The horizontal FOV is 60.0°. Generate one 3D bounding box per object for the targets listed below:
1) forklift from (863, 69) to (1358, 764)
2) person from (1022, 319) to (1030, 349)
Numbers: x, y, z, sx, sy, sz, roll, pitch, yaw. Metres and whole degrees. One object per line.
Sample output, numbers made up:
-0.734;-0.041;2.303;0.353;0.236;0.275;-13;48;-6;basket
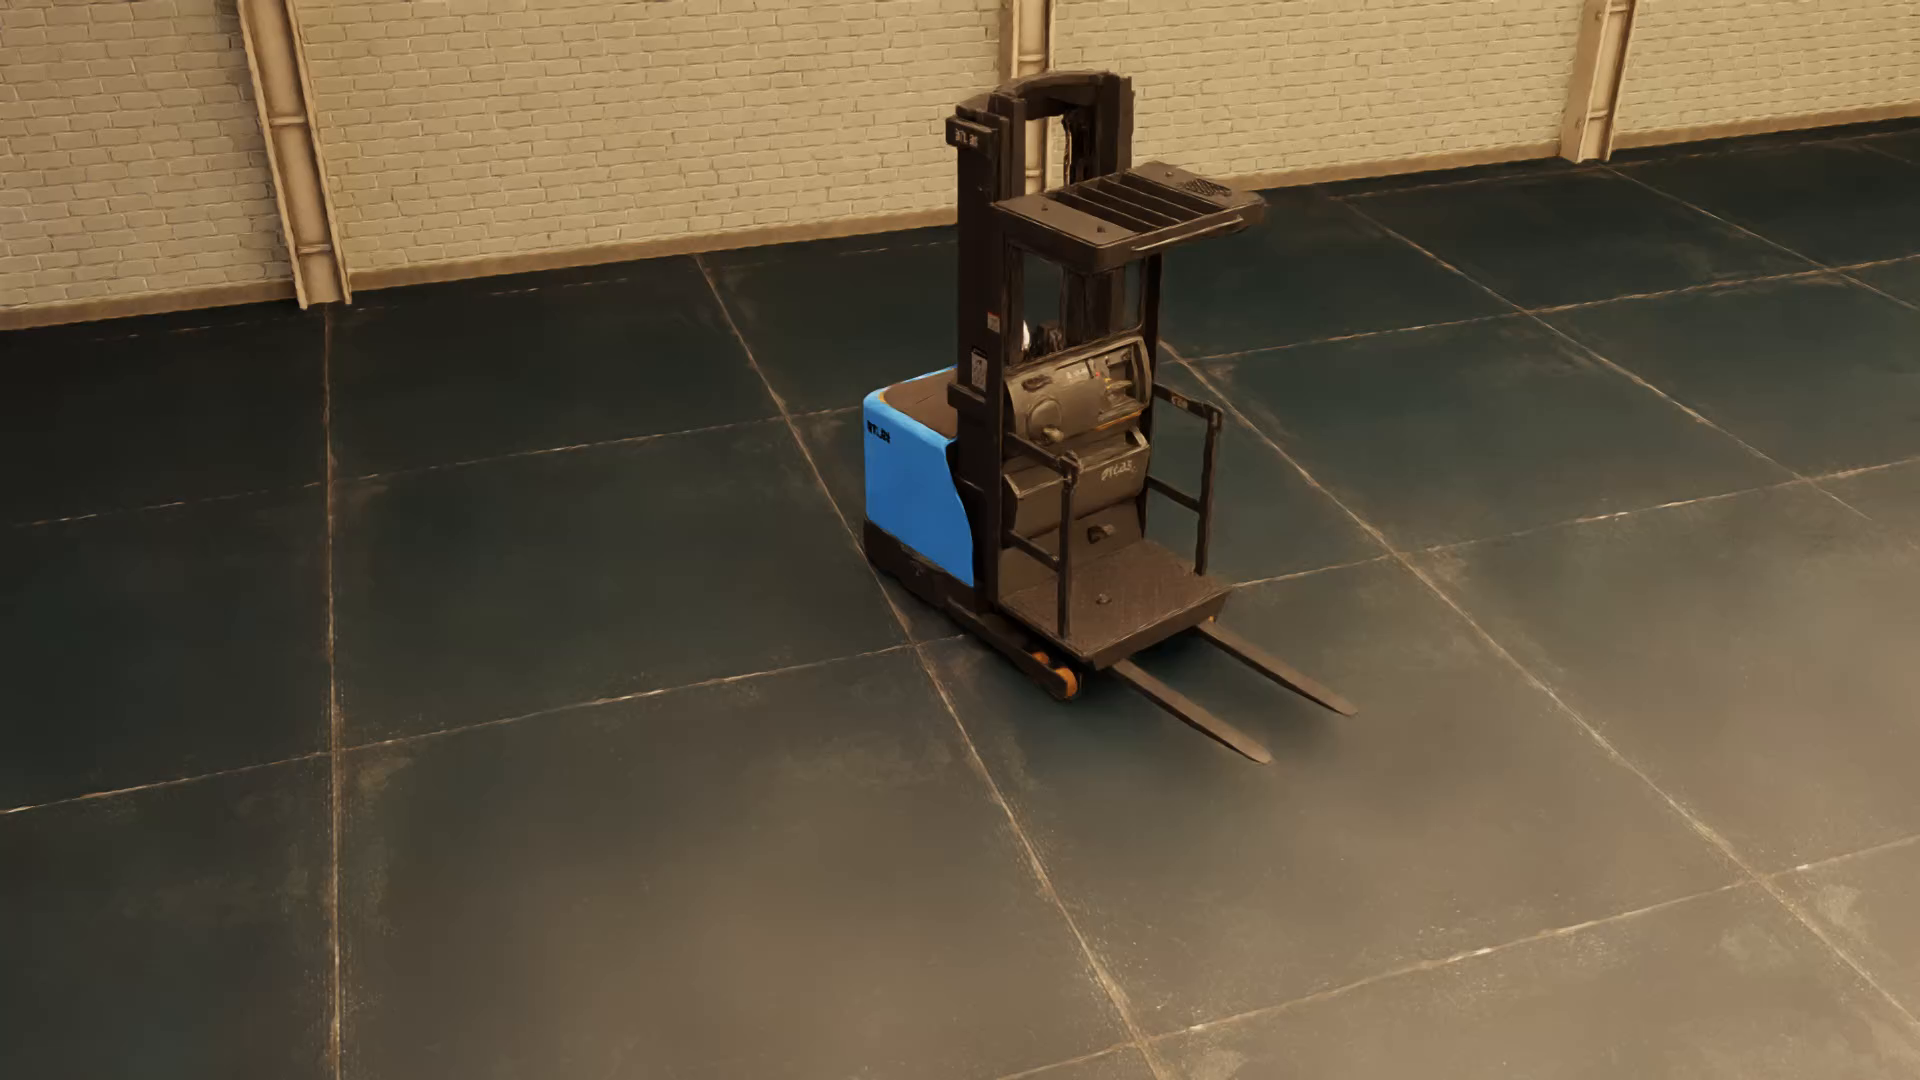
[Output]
0.746;-0.729;8.354;1.130;2.935;3.031;-21;36;-32;forklift
0.314;-0.812;9.689;0.841;1.750;0.781;-16;34;-26;person
